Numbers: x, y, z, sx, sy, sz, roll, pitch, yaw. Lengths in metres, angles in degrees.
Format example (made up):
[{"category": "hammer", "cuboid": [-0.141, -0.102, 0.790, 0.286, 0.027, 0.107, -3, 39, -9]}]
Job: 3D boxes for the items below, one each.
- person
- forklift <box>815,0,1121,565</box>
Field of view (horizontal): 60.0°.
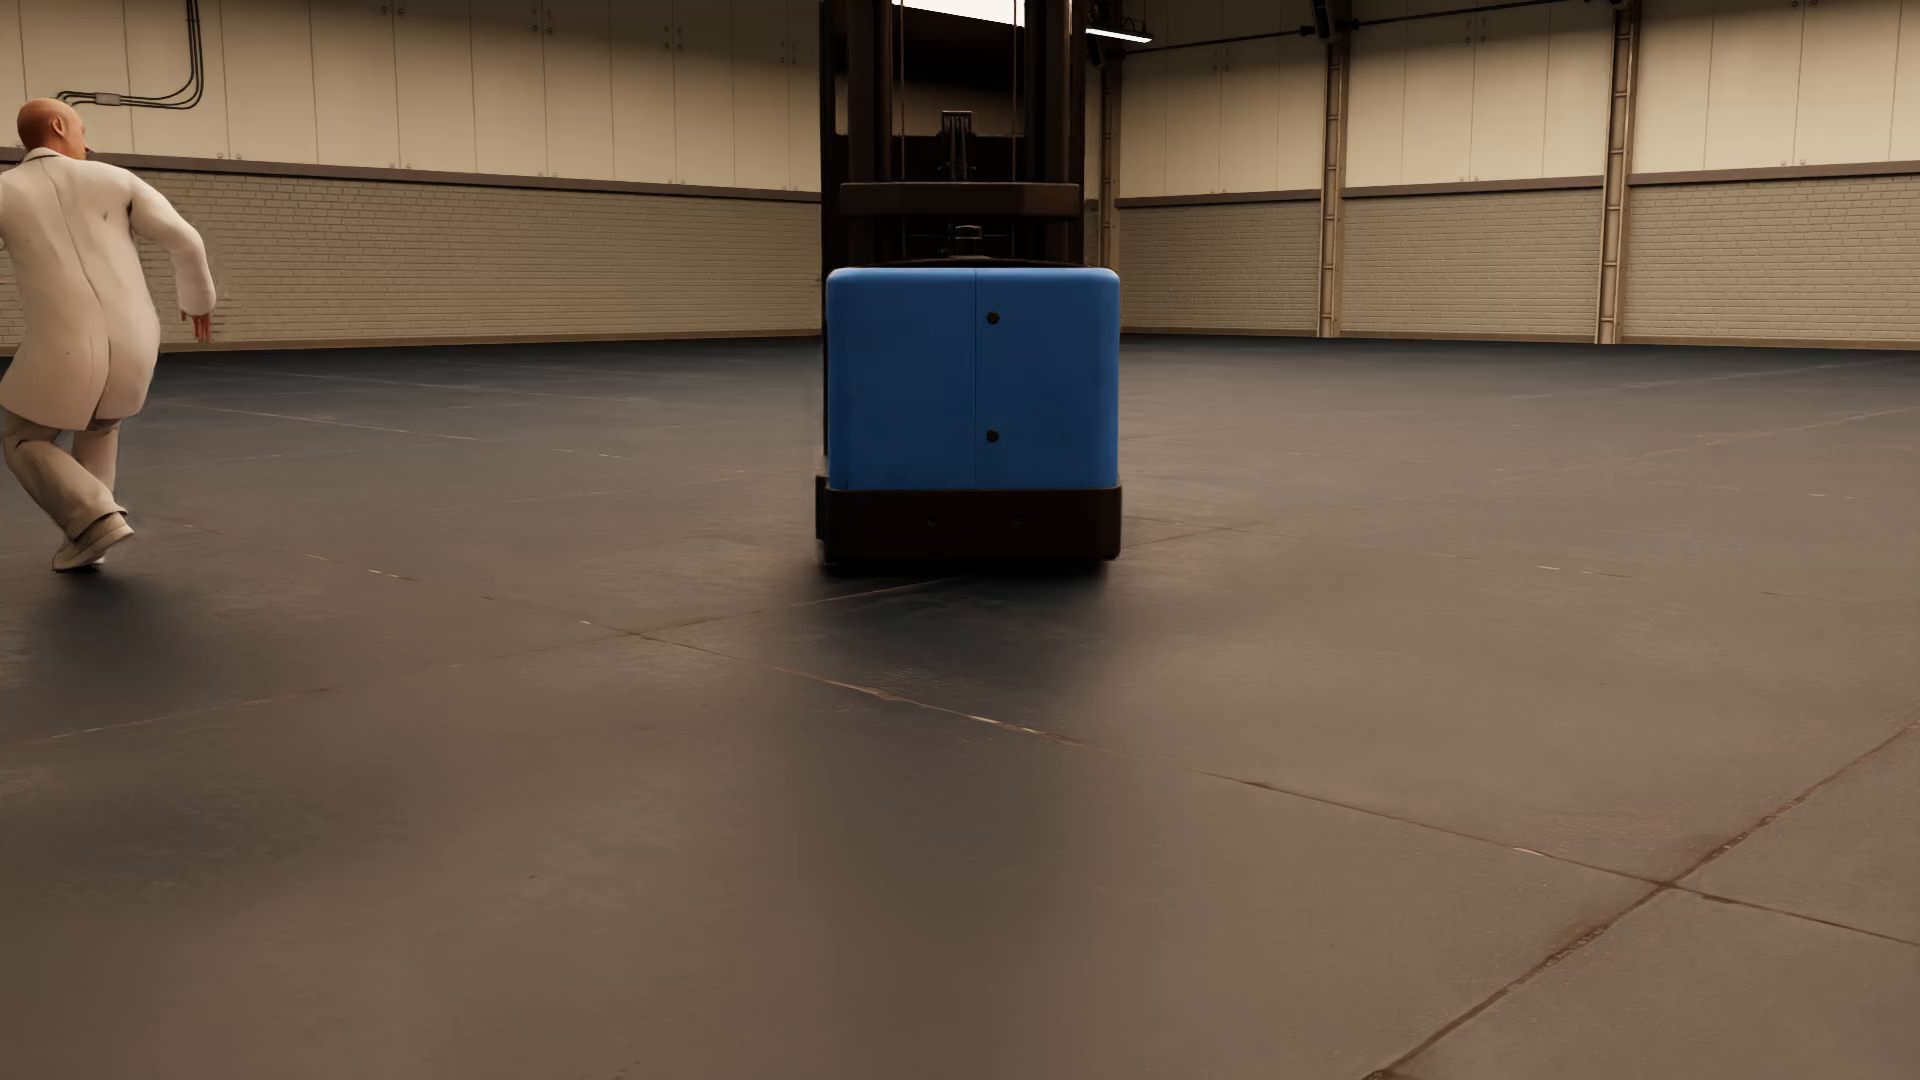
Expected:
[{"category": "person", "cuboid": [-3.136, -0.717, 5.932, 0.903, 1.659, 0.868, -8, 12, -42]}, {"category": "forklift", "cuboid": [-0.049, -1.540, 7.102, 1.130, 2.935, 3.031, -1, 9, -4]}]
